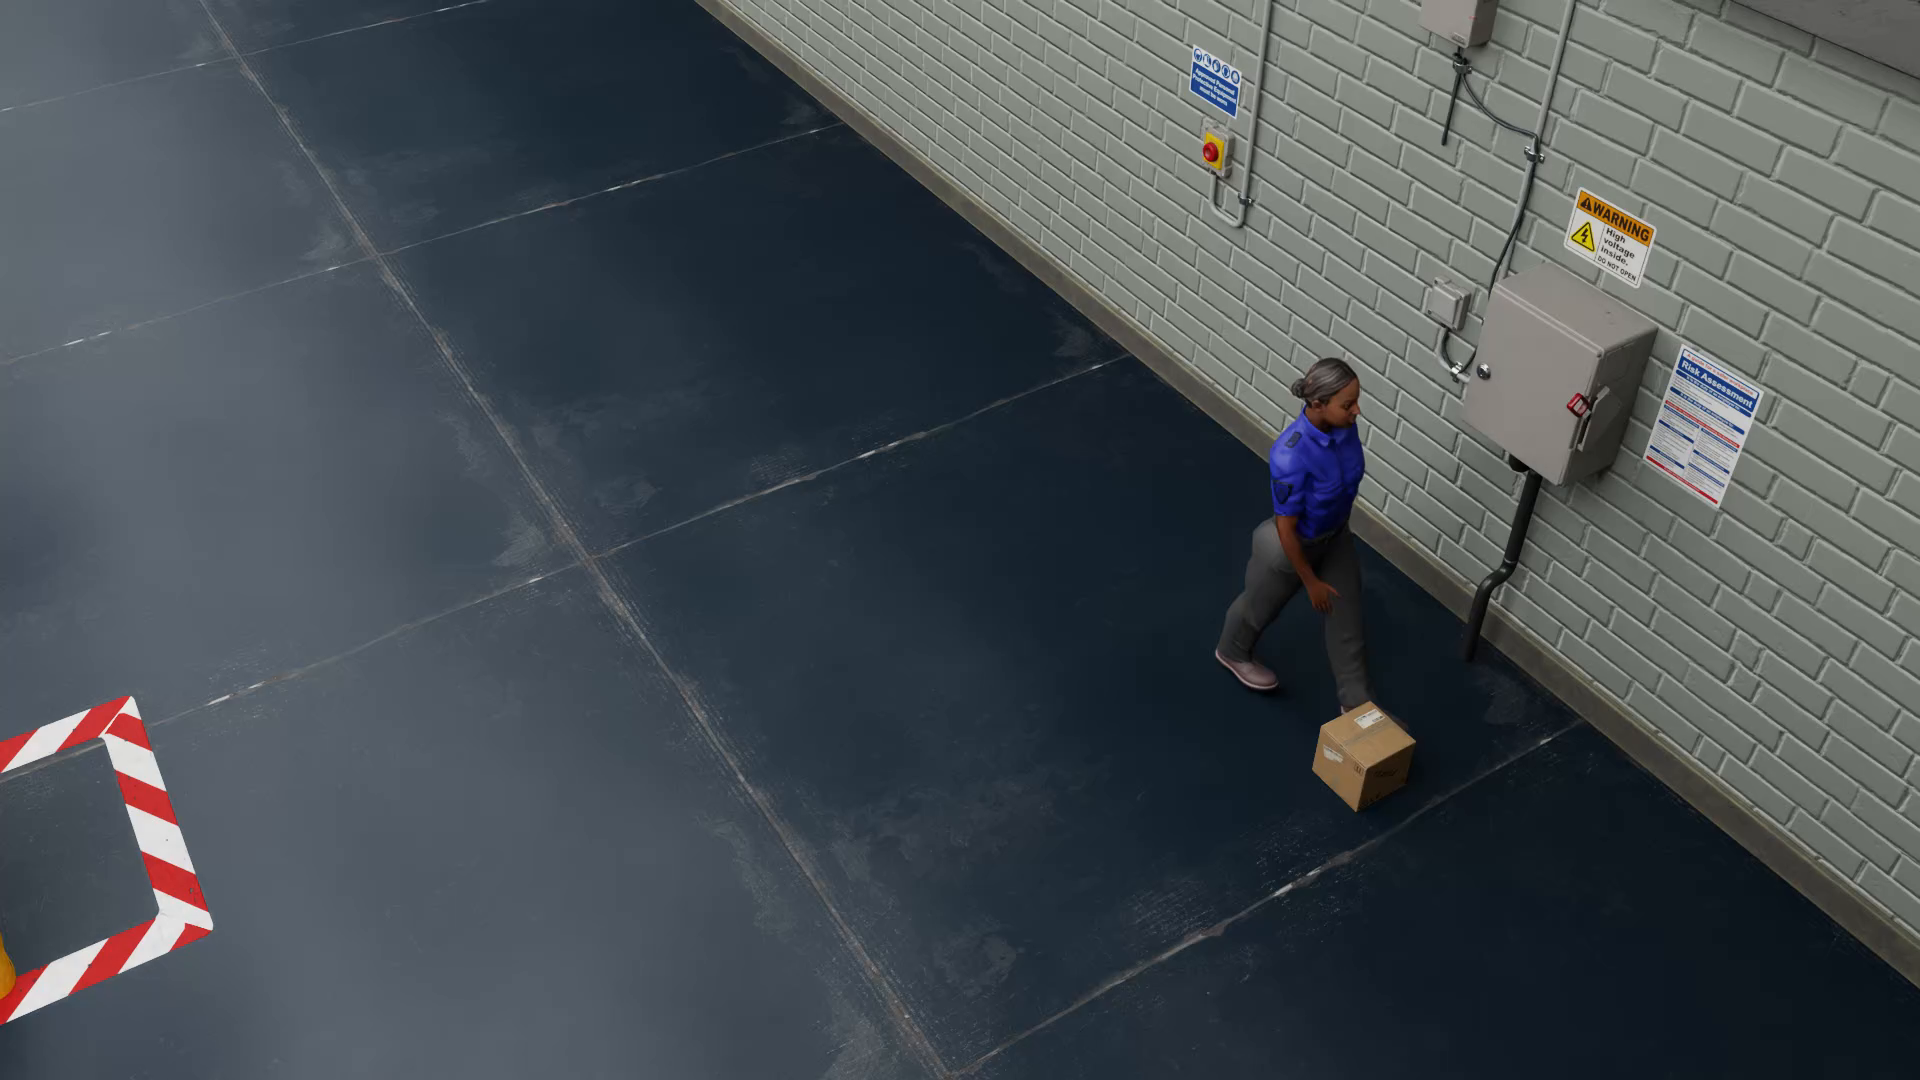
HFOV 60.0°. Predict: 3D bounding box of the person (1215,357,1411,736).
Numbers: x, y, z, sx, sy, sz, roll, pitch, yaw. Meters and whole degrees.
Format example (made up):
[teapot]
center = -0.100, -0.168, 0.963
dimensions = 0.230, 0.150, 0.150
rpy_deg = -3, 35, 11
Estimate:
[person]
center = 1.333, 0.064, 6.069
dimensions = 0.463, 1.629, 0.840
rpy_deg = -29, 49, -29
